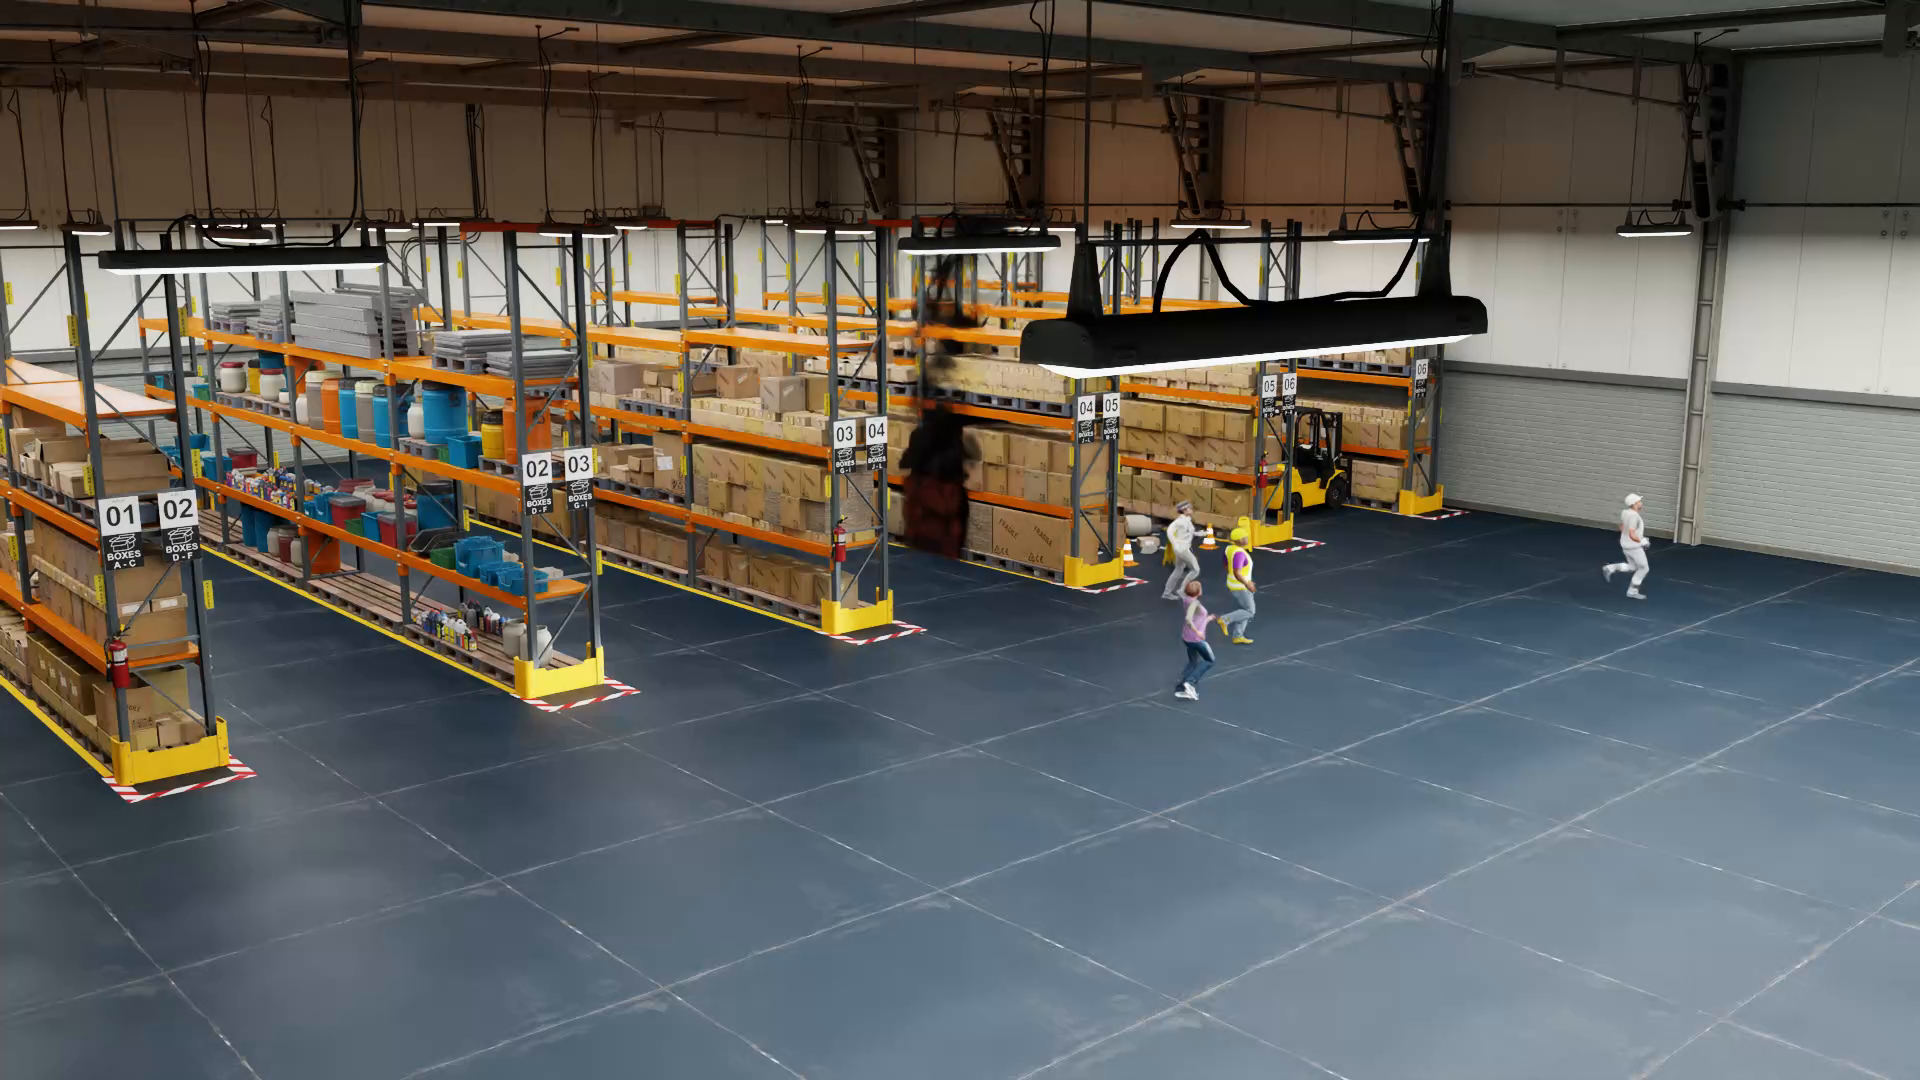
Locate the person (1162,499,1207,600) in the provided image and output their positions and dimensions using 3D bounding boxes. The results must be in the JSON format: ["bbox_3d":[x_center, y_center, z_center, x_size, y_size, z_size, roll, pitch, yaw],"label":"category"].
[{"bbox_3d":[3.615,0.178,26.747,0.683,1.703,0.612,2,12,11],"label":"person"}]

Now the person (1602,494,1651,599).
[{"bbox_3d":[10.883,0.099,27.099,0.671,1.726,0.669,1,11,5],"label":"person"}]

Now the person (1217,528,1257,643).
[{"bbox_3d":[4.013,0.673,24.227,0.592,1.726,0.702,-1,12,-7],"label":"person"}]

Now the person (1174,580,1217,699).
[{"bbox_3d":[3.070,1.284,21.480,0.592,1.569,0.522,-3,12,-13],"label":"person"}]
